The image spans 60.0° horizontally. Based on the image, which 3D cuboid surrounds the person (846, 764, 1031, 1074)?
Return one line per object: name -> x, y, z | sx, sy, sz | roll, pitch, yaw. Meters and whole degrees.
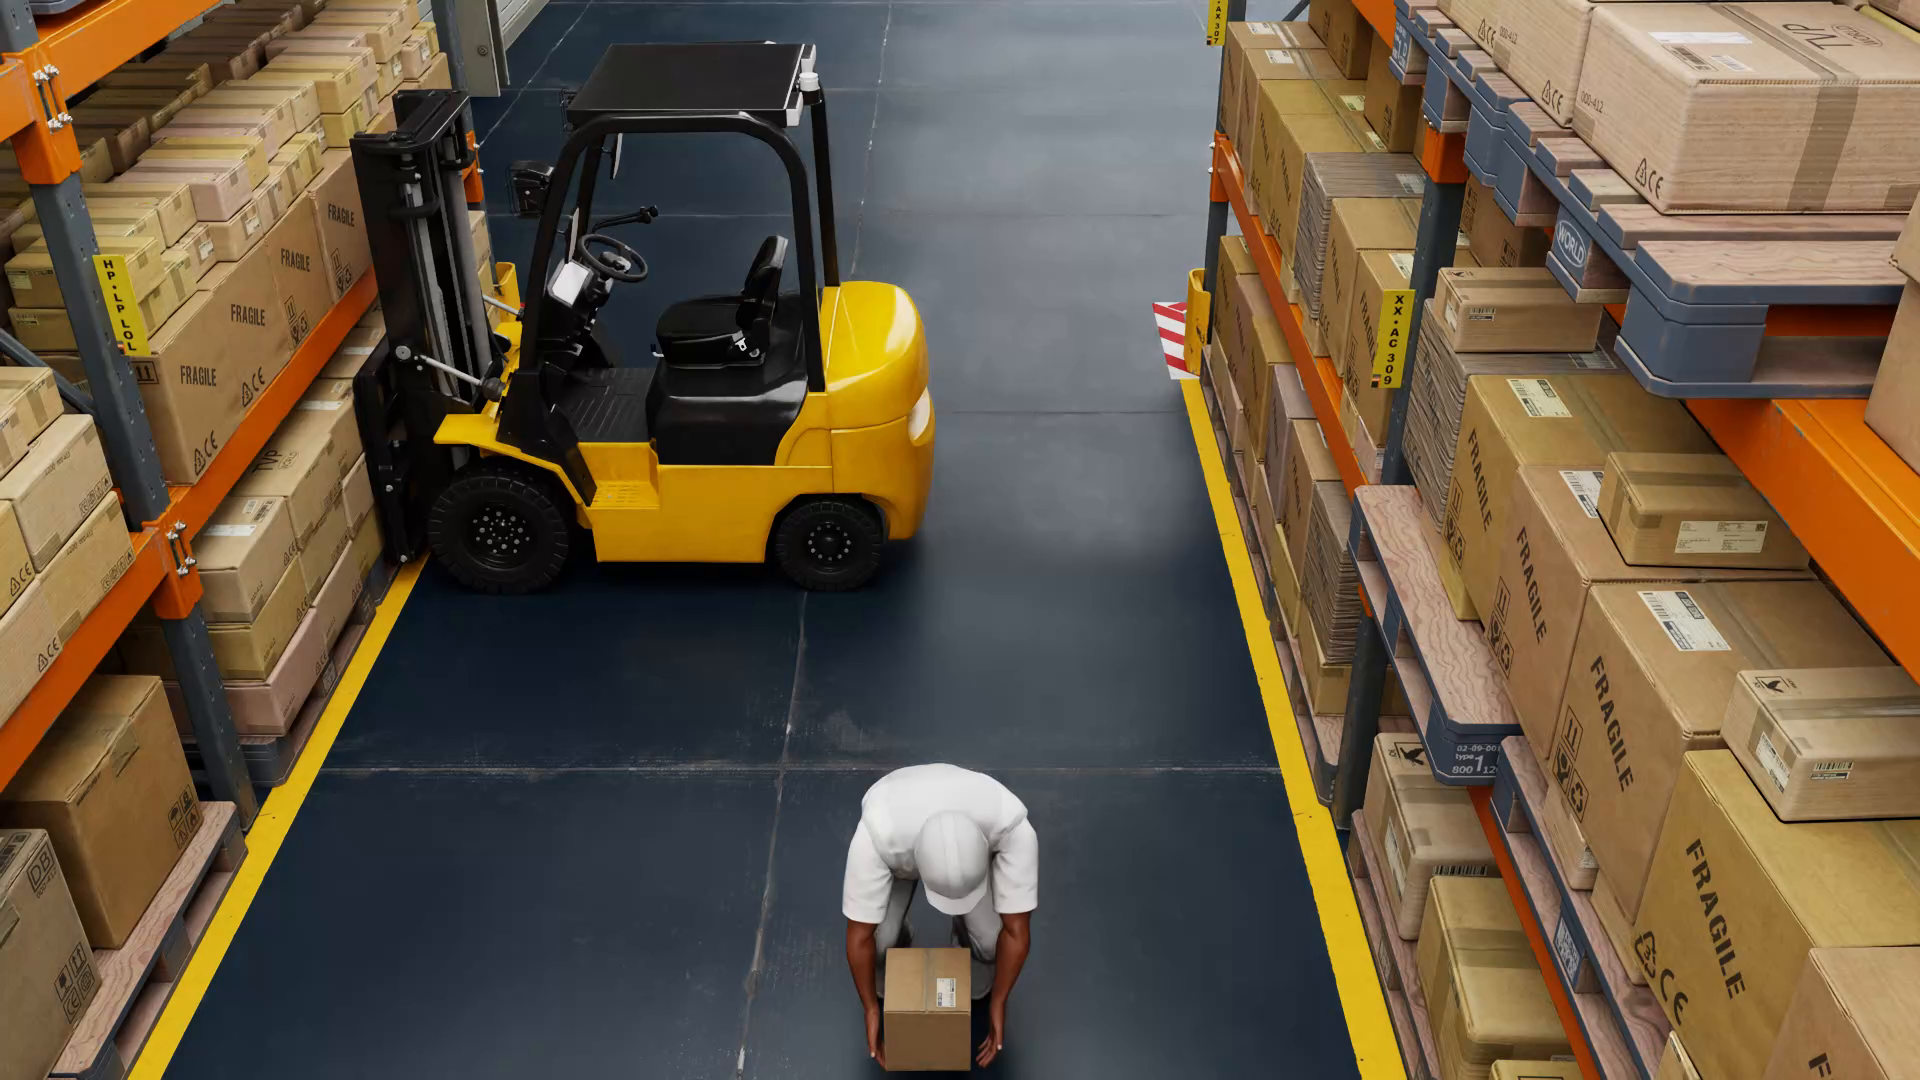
person -> -0.058, 0.995, 5.079 | 0.569, 0.869, 0.897 | 0, 31, 0
